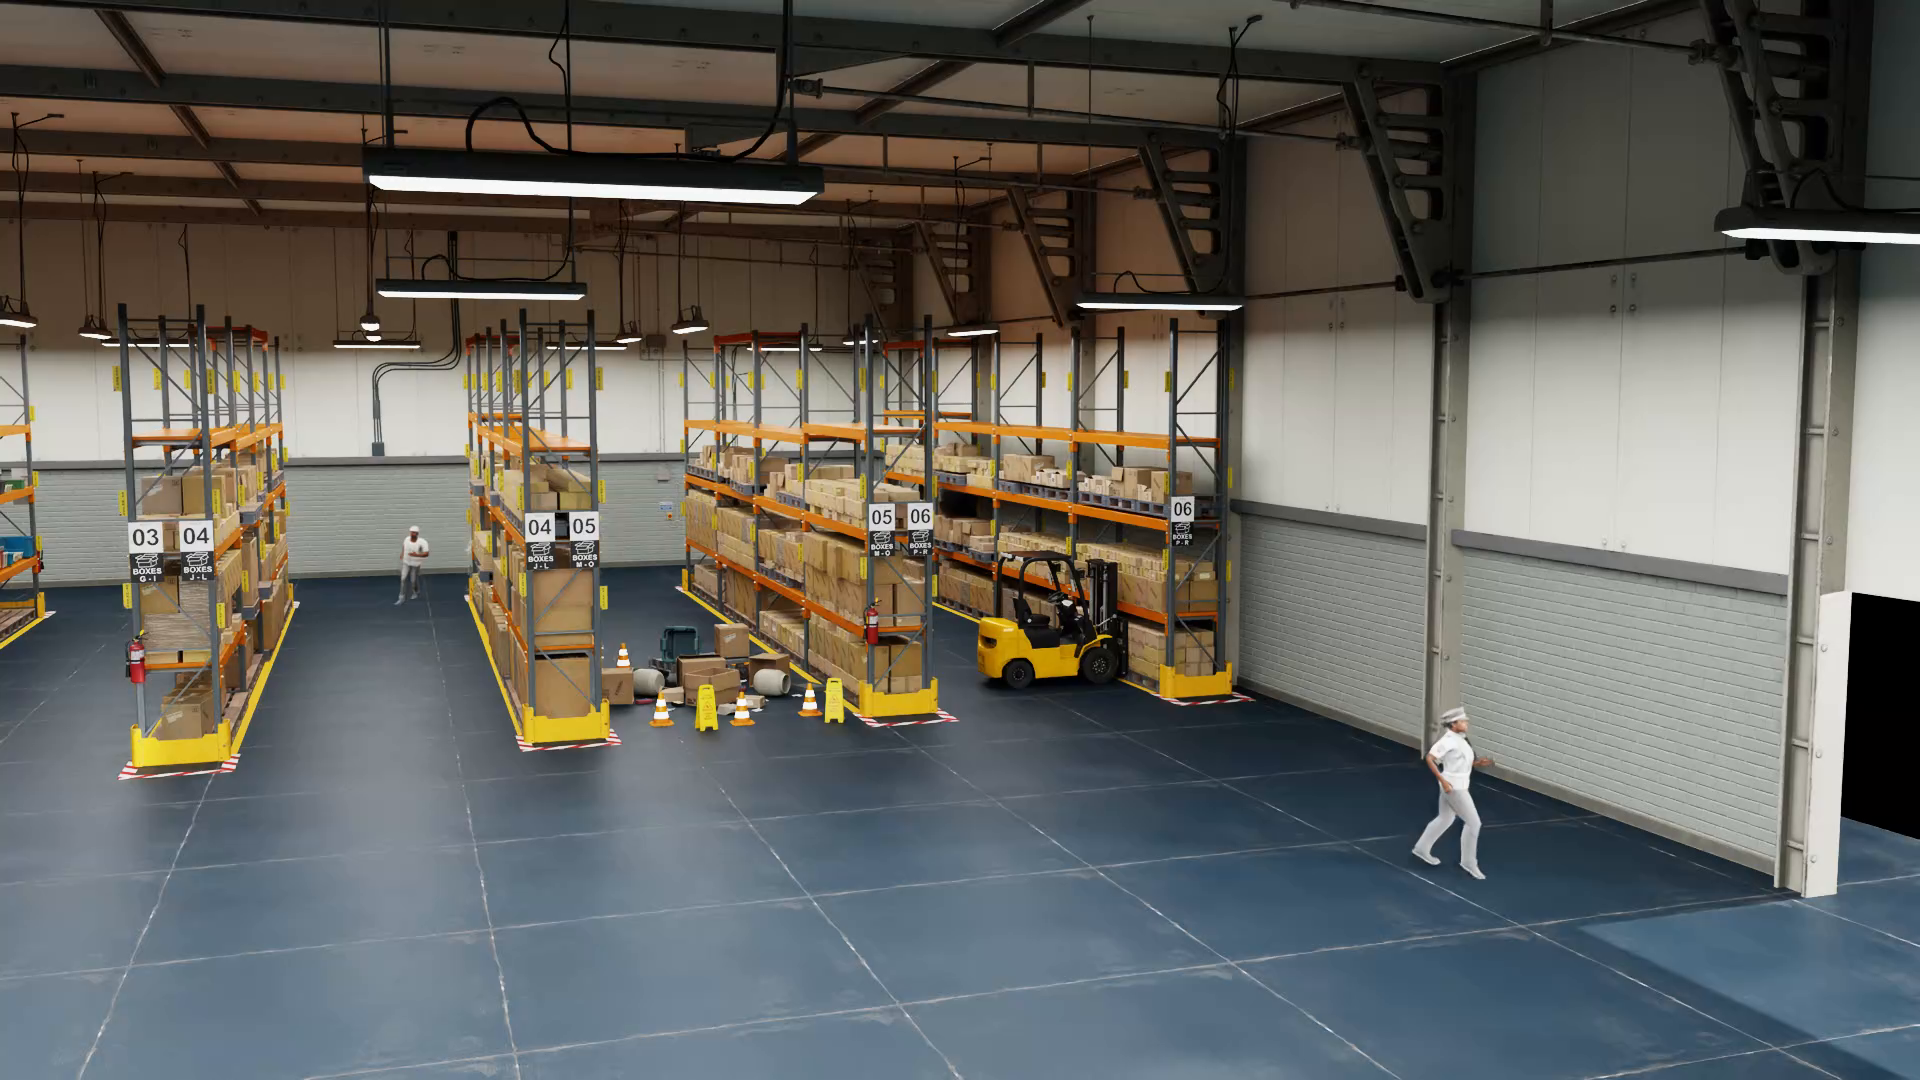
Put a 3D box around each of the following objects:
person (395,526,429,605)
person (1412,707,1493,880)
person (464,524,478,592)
[{"bbox_3d":[-12.375,0.562,37.759,0.716,1.777,0.899,1,5,7],"label":"person"},{"bbox_3d":[5.009,2.557,16.925,0.777,1.756,0.547,2,6,20],"label":"person"},{"bbox_3d":[-11.405,0.427,39.504,0.828,1.775,0.794,-2,6,-18],"label":"person"}]
